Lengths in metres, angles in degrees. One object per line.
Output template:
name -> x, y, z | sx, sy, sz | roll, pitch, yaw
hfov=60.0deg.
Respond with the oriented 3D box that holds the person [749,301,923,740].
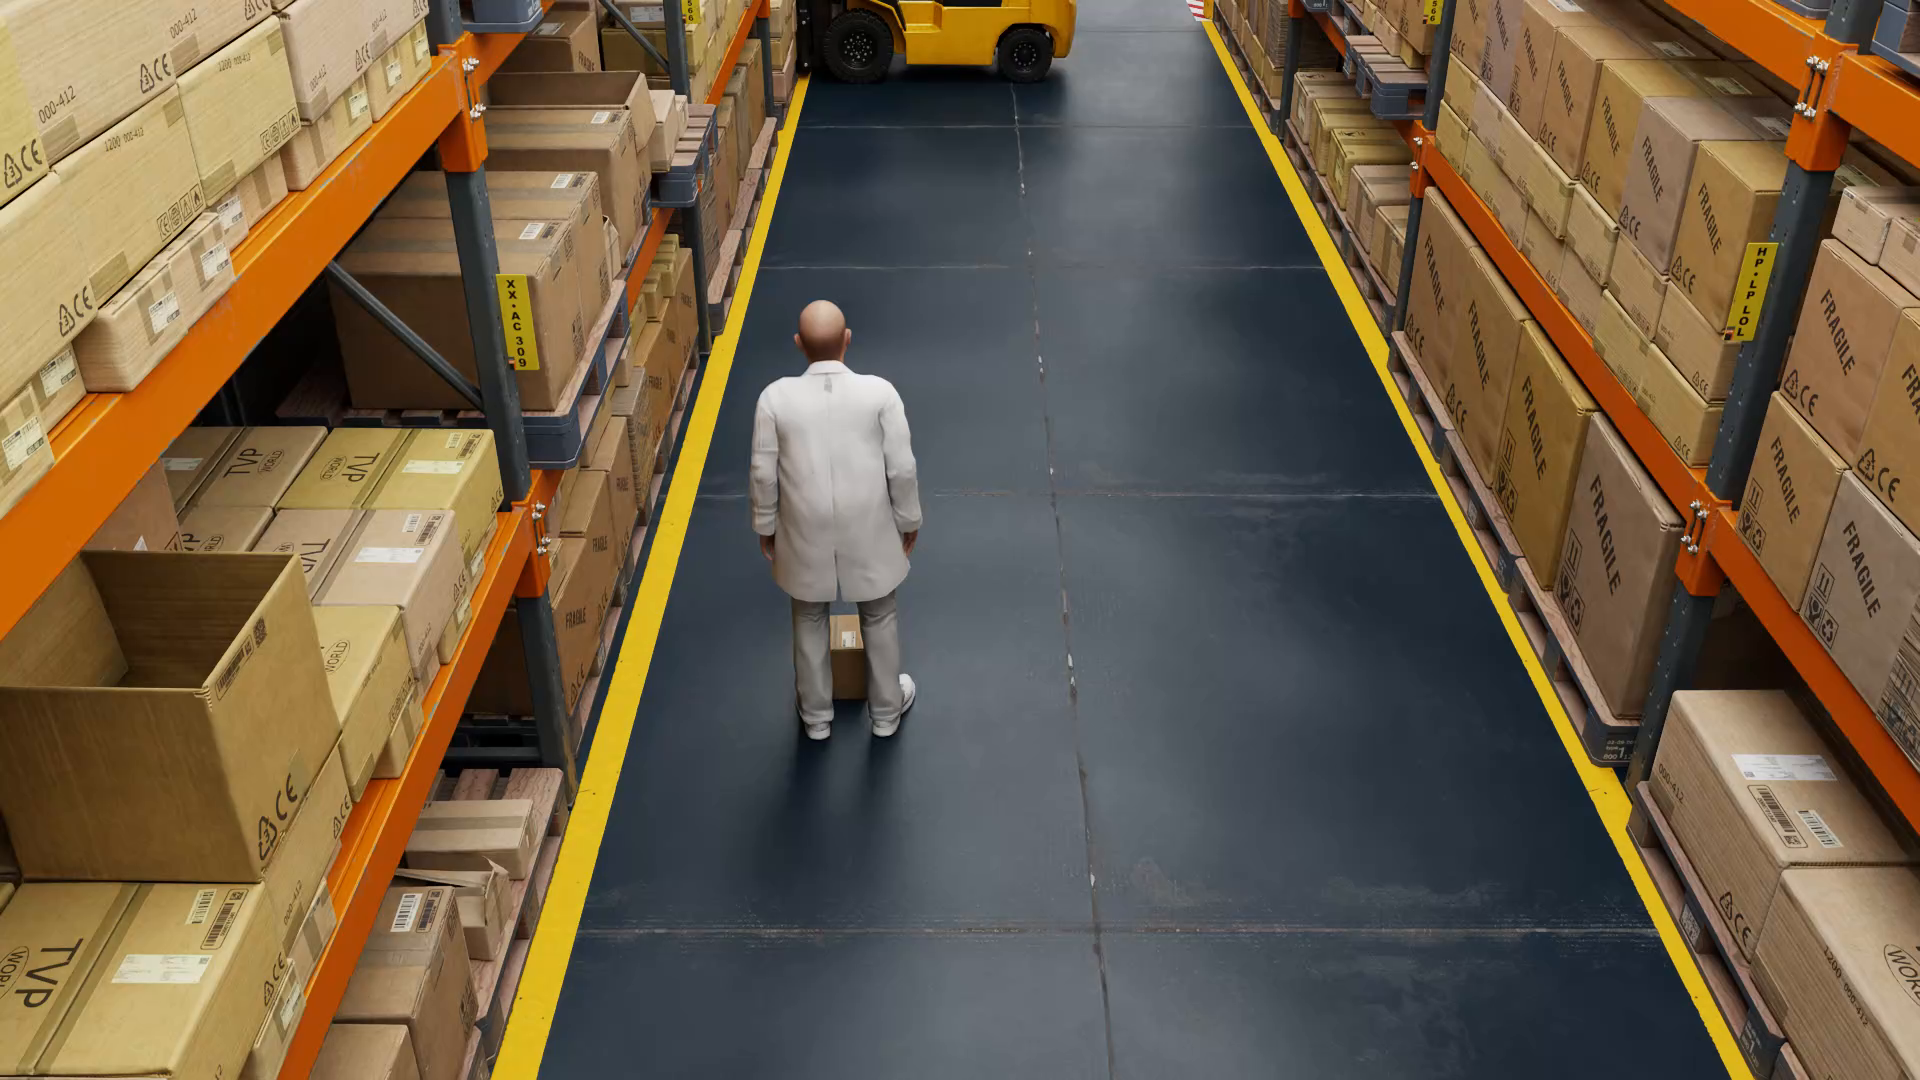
person -> -0.460, -0.046, 6.225 | 0.640, 1.773, 0.427 | -1, 31, -2
